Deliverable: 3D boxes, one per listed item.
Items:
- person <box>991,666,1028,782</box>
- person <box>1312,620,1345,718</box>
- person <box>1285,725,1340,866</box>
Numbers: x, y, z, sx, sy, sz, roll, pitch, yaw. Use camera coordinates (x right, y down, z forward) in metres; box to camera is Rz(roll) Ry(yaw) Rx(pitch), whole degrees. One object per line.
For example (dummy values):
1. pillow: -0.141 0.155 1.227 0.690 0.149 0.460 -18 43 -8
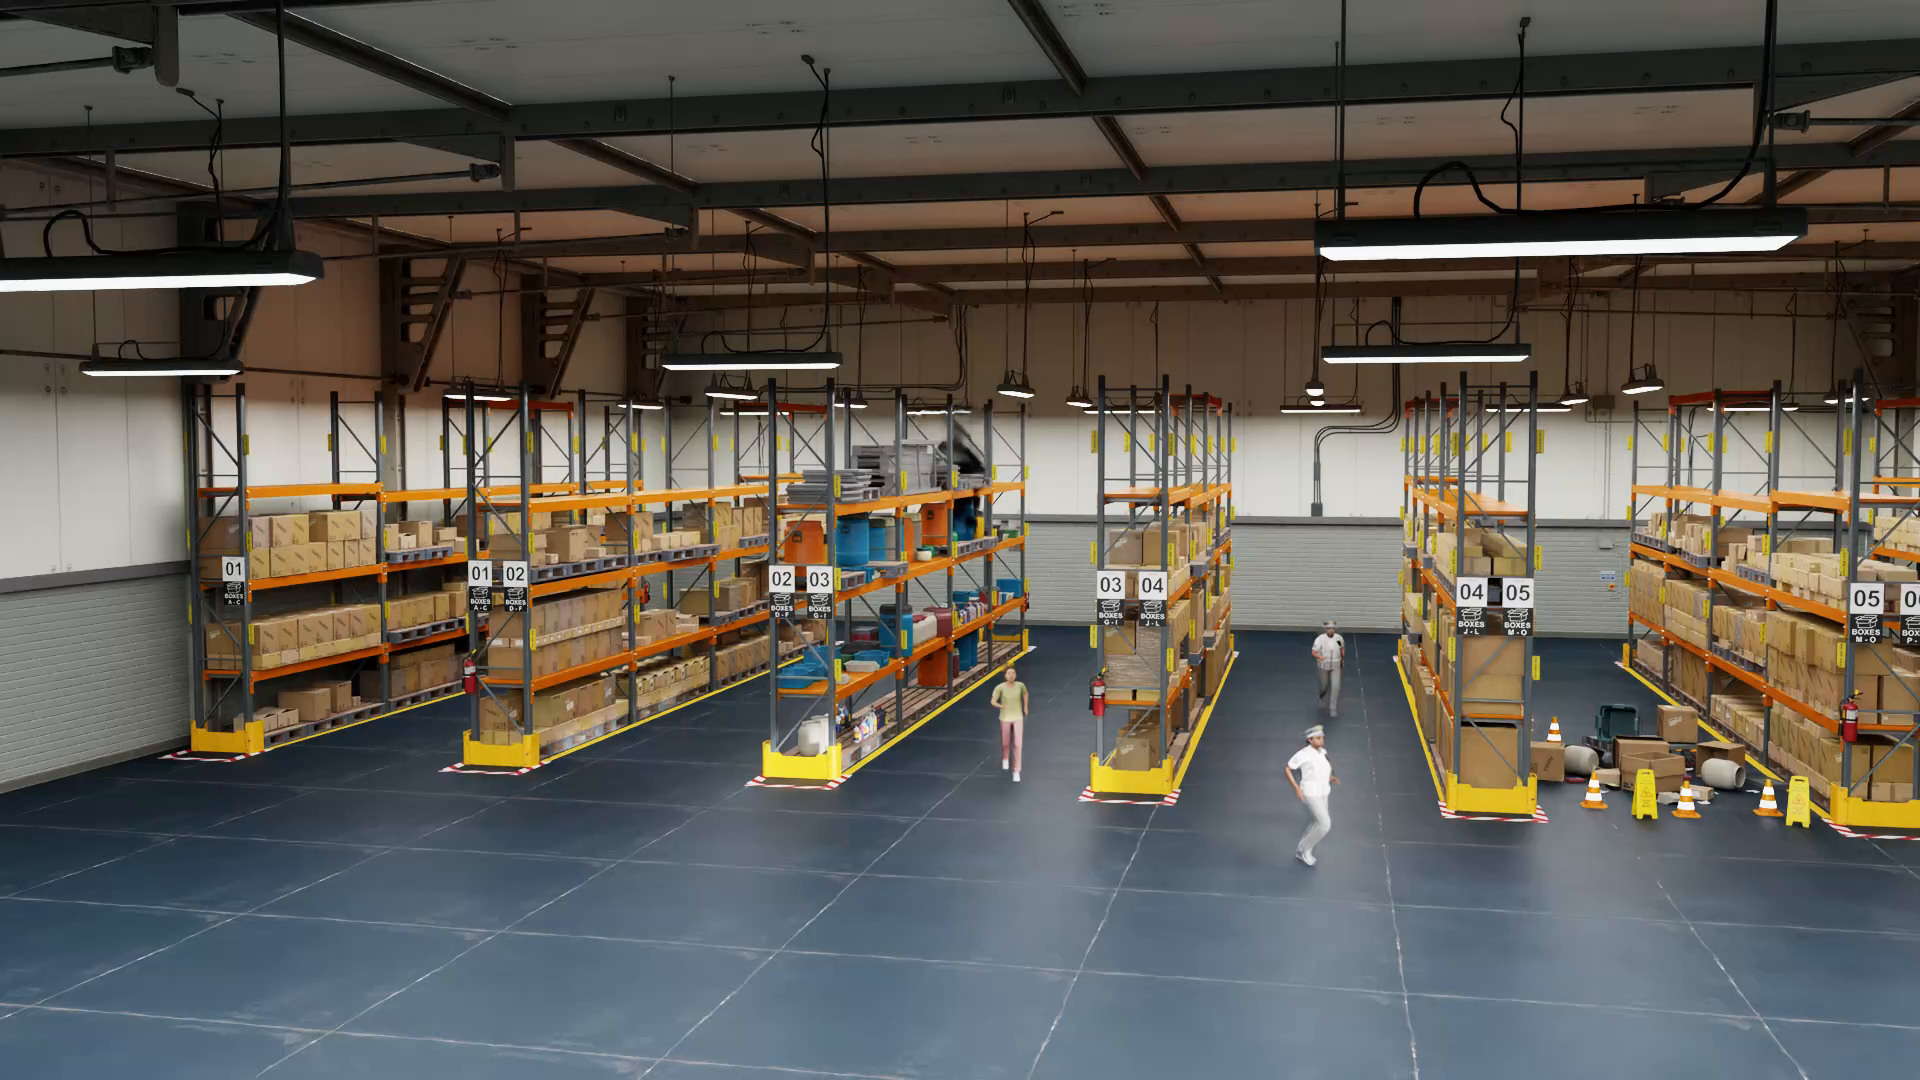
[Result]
1. person: 0.756 2.719 25.013 0.591 1.677 0.940 0 3 -6
2. person: 6.850 2.357 30.875 0.647 1.764 0.943 0 3 2
3. person: 4.231 3.026 19.719 0.553 1.666 0.636 -3 4 -41
